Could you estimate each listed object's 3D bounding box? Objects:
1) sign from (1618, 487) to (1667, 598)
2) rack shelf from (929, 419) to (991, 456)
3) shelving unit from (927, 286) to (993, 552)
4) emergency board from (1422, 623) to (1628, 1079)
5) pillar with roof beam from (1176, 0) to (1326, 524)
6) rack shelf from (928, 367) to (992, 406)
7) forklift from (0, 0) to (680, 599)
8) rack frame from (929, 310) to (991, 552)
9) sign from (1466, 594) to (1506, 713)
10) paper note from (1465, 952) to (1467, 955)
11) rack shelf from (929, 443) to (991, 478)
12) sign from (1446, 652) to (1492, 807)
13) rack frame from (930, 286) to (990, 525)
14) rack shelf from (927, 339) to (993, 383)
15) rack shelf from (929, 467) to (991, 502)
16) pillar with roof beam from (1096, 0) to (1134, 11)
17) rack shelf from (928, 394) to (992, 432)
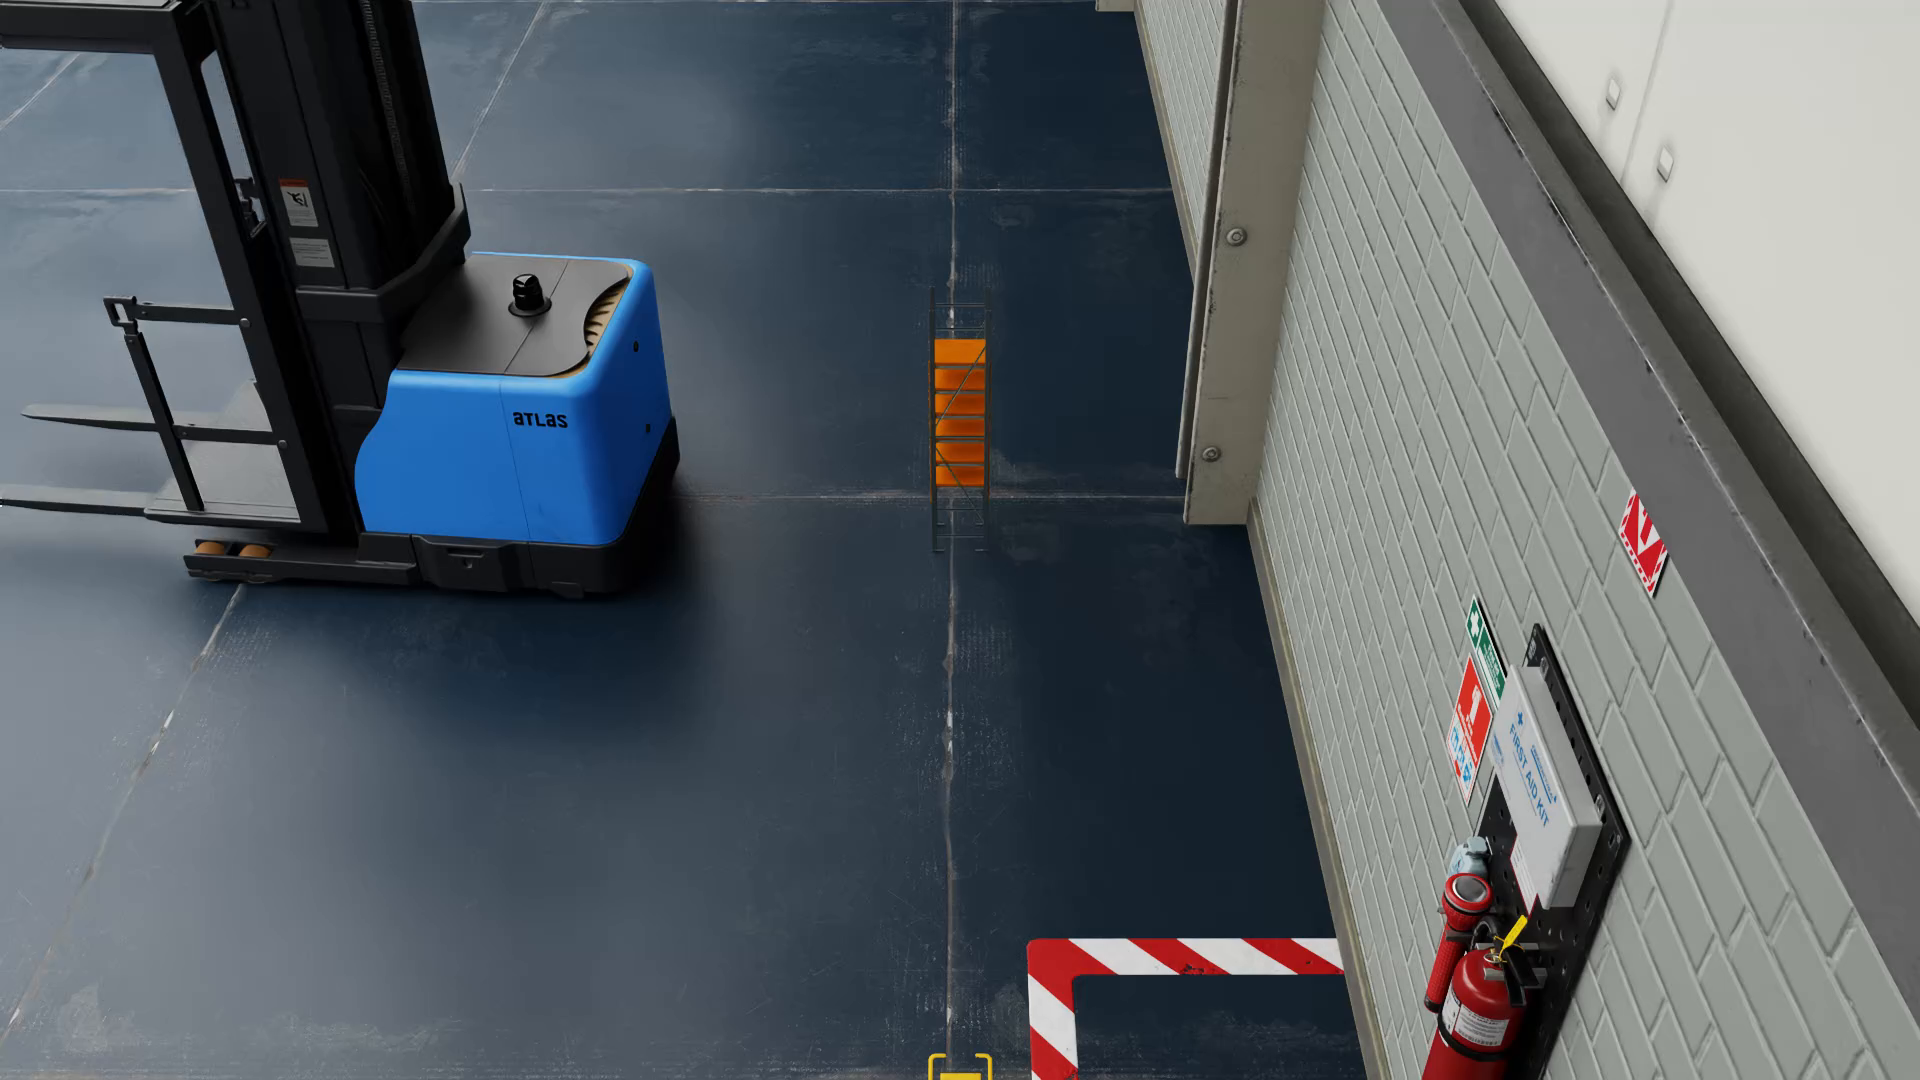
[{"bbox_3d":[1.287,-0.068,3.082,0.001,0.298,0.199,0,39,0],"label":"sign"},{"bbox_3d":[0.000,-0.443,6.914,0.258,0.103,0.180,0,39,0],"label":"rack shelf"},{"bbox_3d":[0.000,-0.477,6.886,0.258,1.200,0.189,0,39,0],"label":"shelving unit"},{"bbox_3d":[1.188,0.842,3.801,0.194,1.169,0.643,0,39,0],"label":"emergency board"},{"bbox_3d":[-3.160,-3.703,4.675,9.100,9.000,0.400,0,39,0],"label":"pillar with roof beam"},{"bbox_3d":[0.000,-0.630,6.764,0.258,0.103,0.180,0,39,0],"label":"rack shelf"},{"bbox_3d":[-2.828,-1.283,6.508,3.031,2.935,1.130,4,39,4],"label":"forklift"},{"bbox_3d":[0.000,-0.420,6.815,0.240,1.200,0.006,0,39,0],"label":"rack frame"},{"bbox_3d":[1.281,0.278,4.052,0.001,0.109,0.331,0,39,0],"label":"sign"},{"bbox_3d":[1.257,1.075,4.215,0.016,0.148,0.142,0,39,0],"label":"paper note"},{"bbox_3d":[0.000,-0.349,6.989,0.258,0.103,0.180,0,39,0],"label":"rack shelf"},{"bbox_3d":[1.290,0.482,4.221,0.001,0.329,0.234,0,39,0],"label":"sign"},{"bbox_3d":[0.000,-0.534,6.957,0.240,1.200,0.006,0,39,0],"label":"rack frame"},{"bbox_3d":[0.000,-0.724,6.689,0.258,0.103,0.180,0,39,0],"label":"rack shelf"},{"bbox_3d":[0.000,-0.255,7.064,0.258,0.103,0.180,0,39,0],"label":"rack shelf"},{"bbox_3d":[-3.166,-7.455,9.357,9.100,9.000,0.400,0,39,0],"label":"pillar with roof beam"},{"bbox_3d":[0.000,-0.536,6.839,0.258,0.103,0.180,0,39,0],"label":"rack shelf"}]
